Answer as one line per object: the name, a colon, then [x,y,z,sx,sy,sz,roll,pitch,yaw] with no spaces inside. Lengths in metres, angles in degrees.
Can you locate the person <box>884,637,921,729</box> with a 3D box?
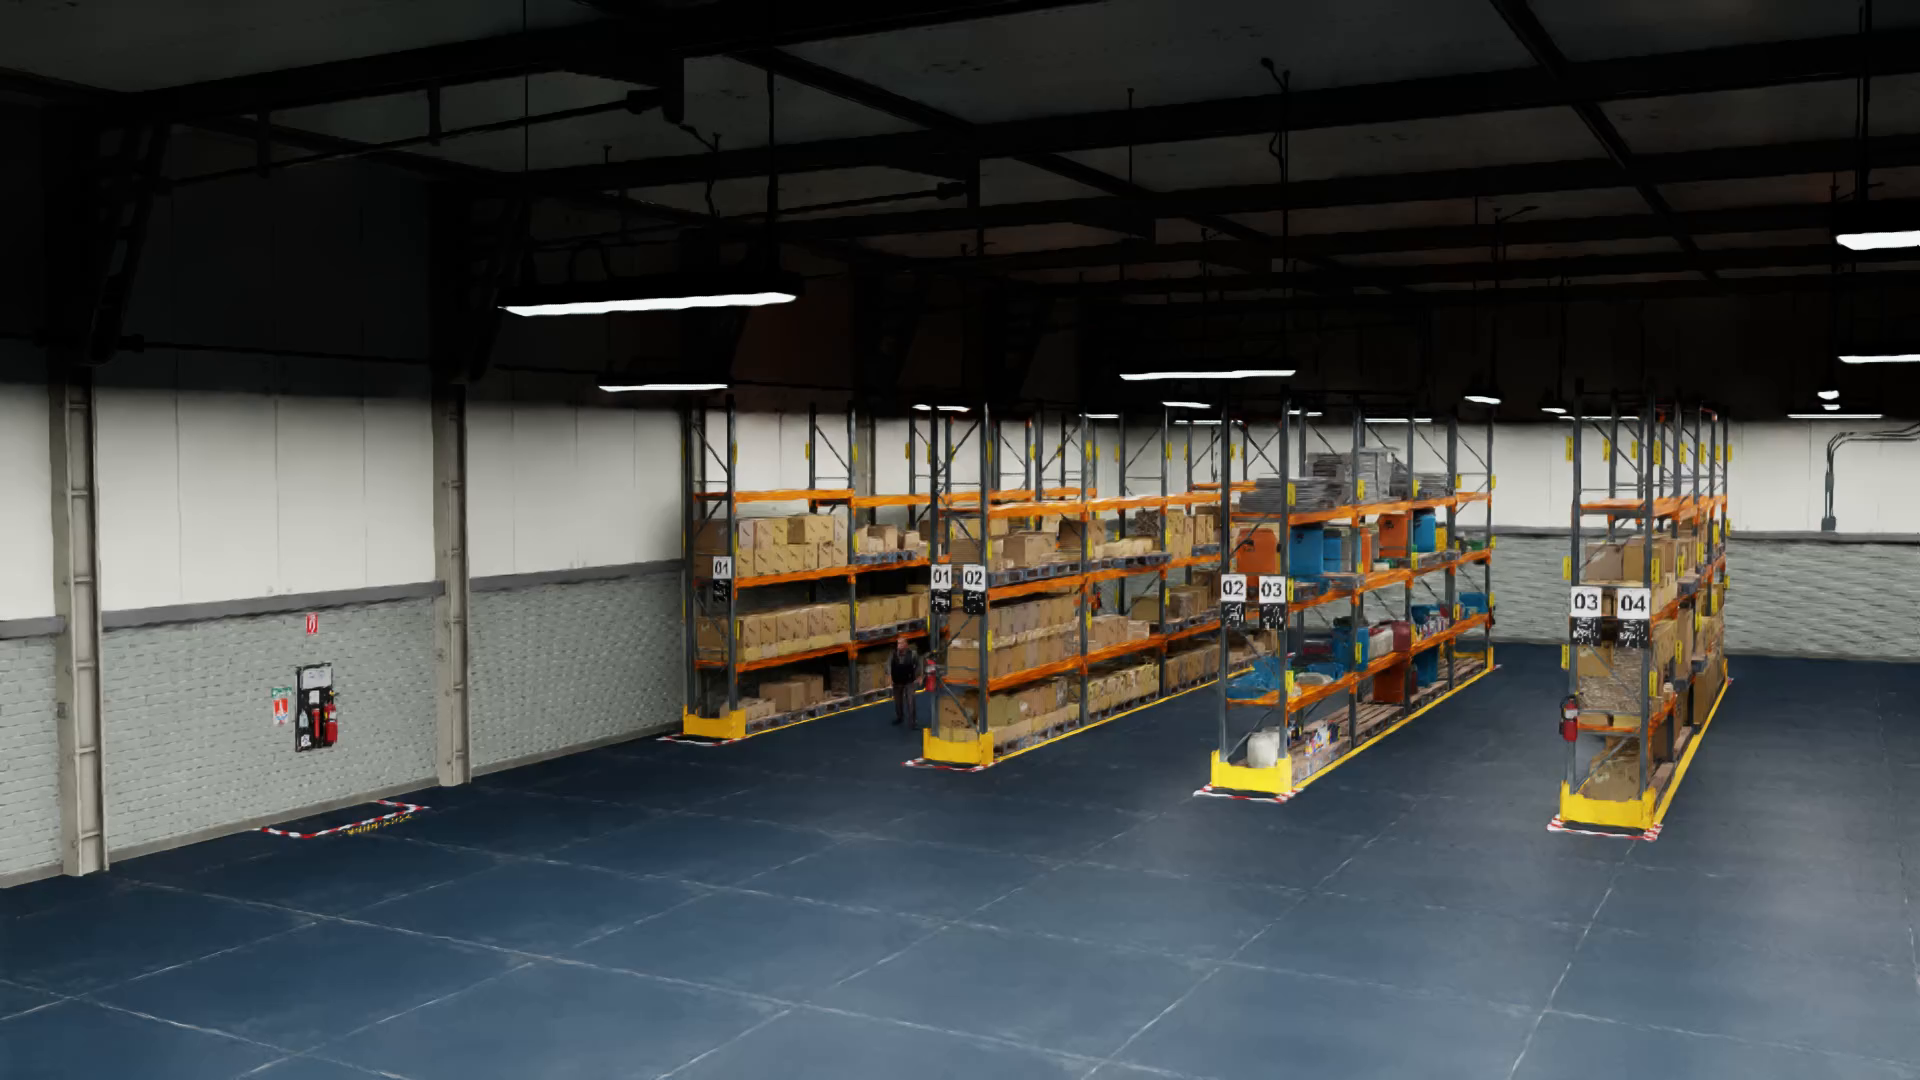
person: [-1.013,2.576,30.212,0.682,1.661,0.844,1,3,11]
